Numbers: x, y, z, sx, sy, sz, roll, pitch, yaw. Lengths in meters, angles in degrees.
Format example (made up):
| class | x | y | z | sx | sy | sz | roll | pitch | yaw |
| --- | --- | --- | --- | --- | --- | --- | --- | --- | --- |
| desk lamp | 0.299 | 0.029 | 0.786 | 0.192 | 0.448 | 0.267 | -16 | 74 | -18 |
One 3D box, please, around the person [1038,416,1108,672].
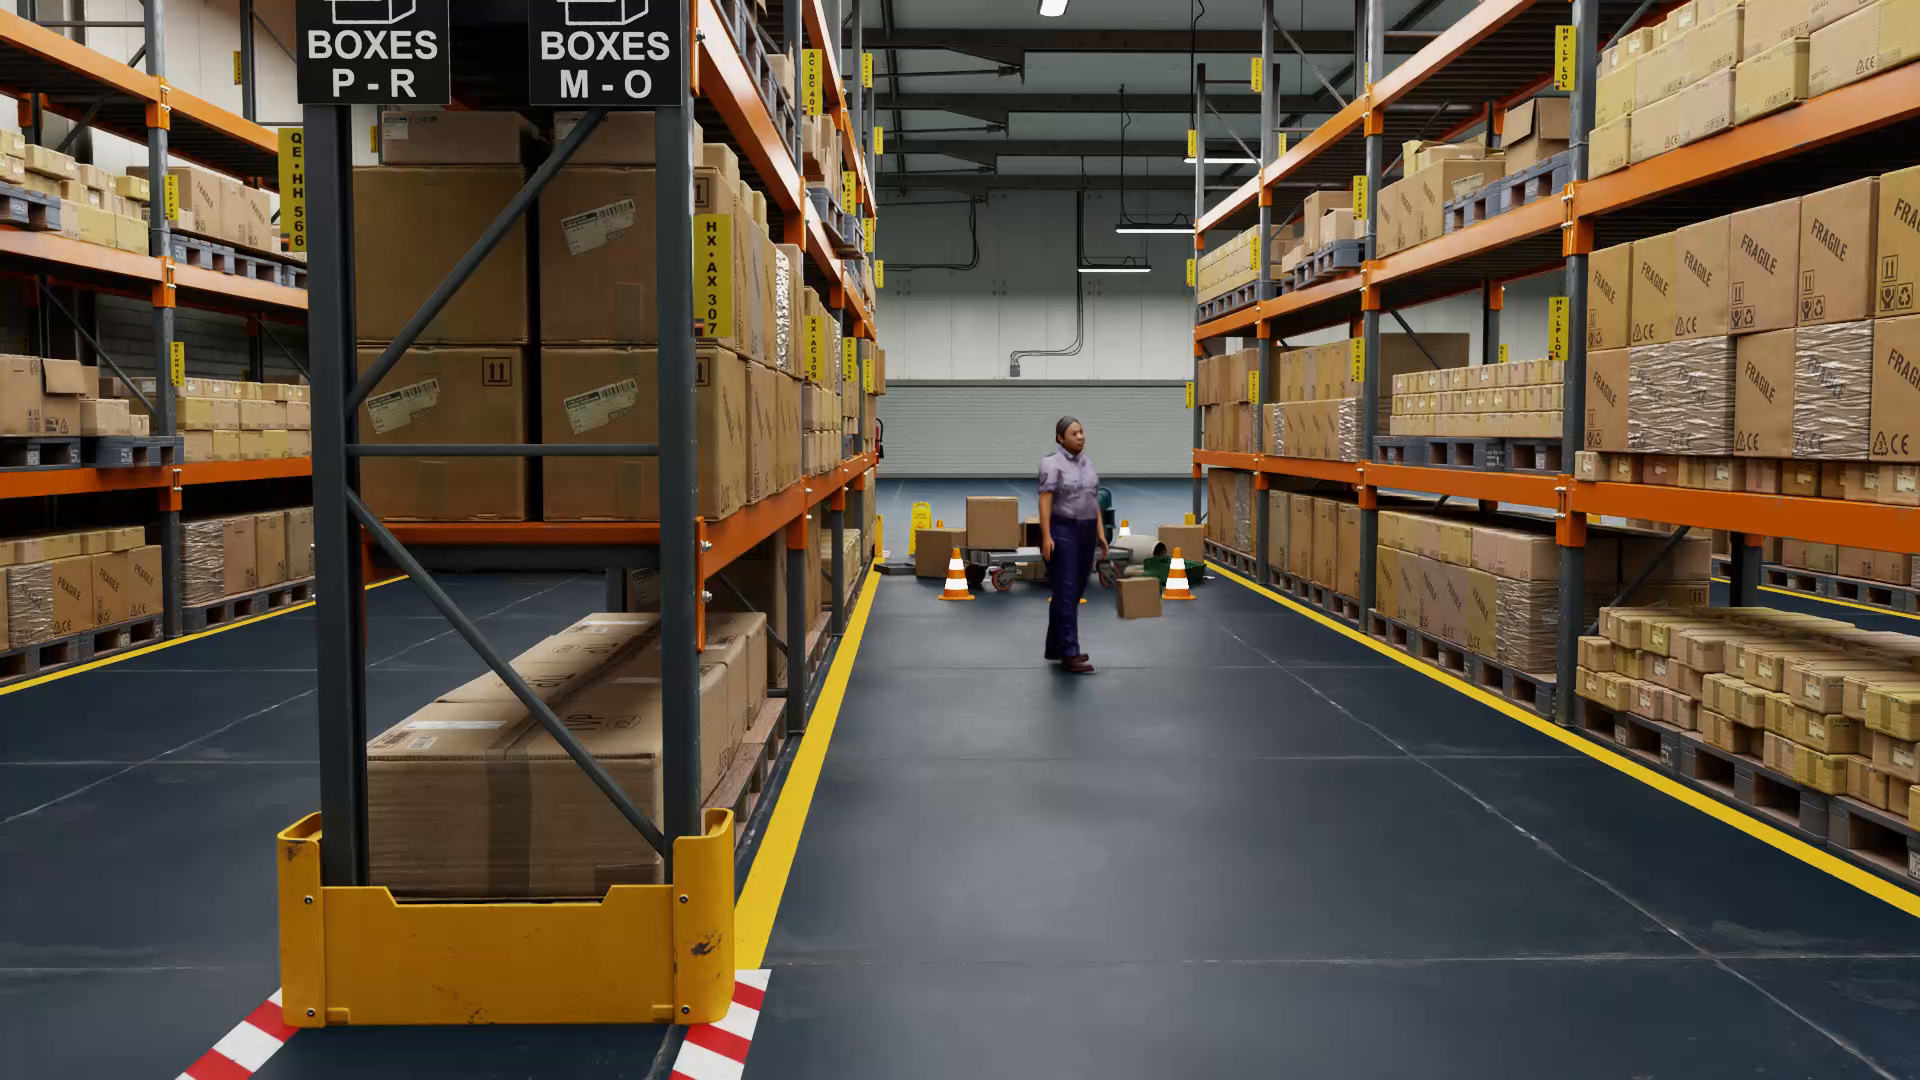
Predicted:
| class | x | y | z | sx | sy | sz | roll | pitch | yaw |
| --- | --- | --- | --- | --- | --- | --- | --- | --- | --- |
| person | 0.729 | 0.012 | 10.843 | 0.609 | 1.641 | 0.593 | 4 | 5 | 43 |
